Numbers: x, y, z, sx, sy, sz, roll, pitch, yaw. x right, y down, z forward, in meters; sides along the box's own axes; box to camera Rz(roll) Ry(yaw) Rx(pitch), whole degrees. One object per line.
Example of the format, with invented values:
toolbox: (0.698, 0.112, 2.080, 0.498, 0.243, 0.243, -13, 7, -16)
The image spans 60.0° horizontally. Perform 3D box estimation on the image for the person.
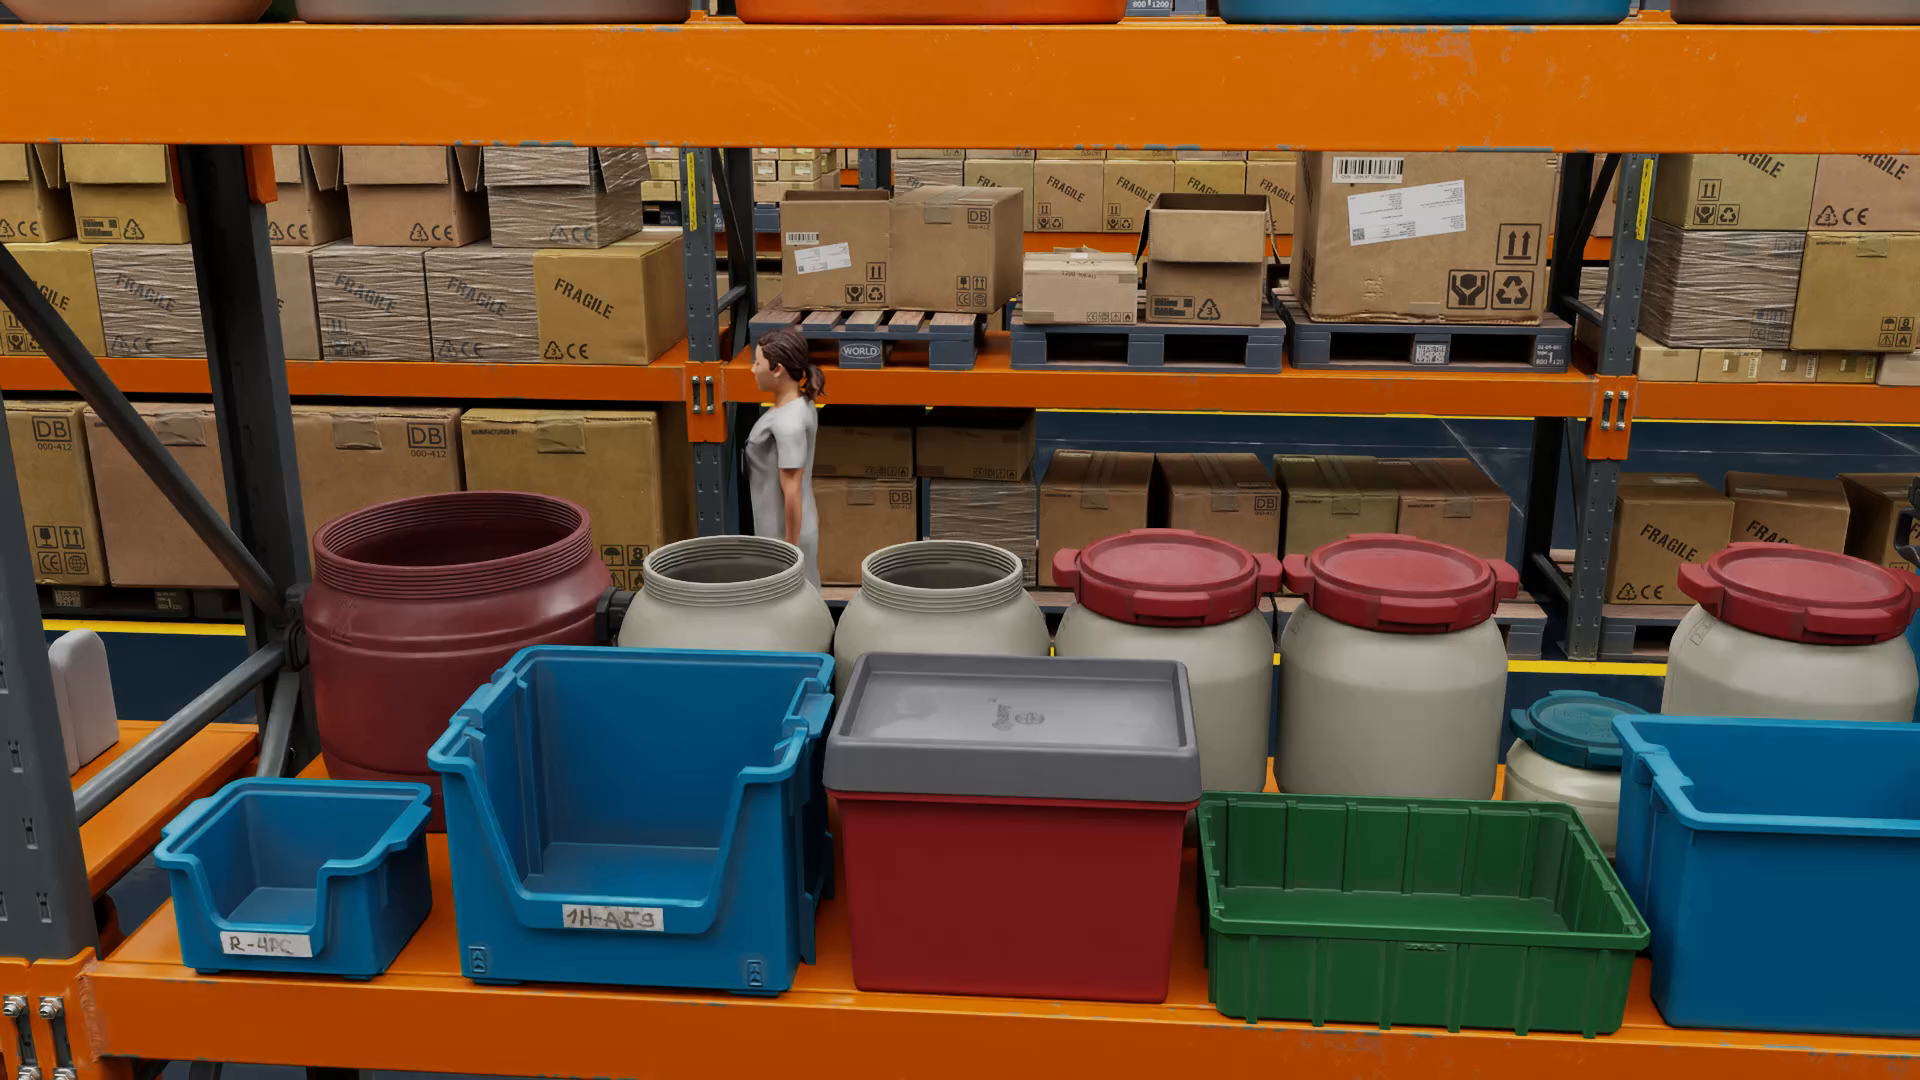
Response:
person: (-0.768, -0.020, 6.596, 0.663, 1.662, 0.462, -1, 18, -2)
